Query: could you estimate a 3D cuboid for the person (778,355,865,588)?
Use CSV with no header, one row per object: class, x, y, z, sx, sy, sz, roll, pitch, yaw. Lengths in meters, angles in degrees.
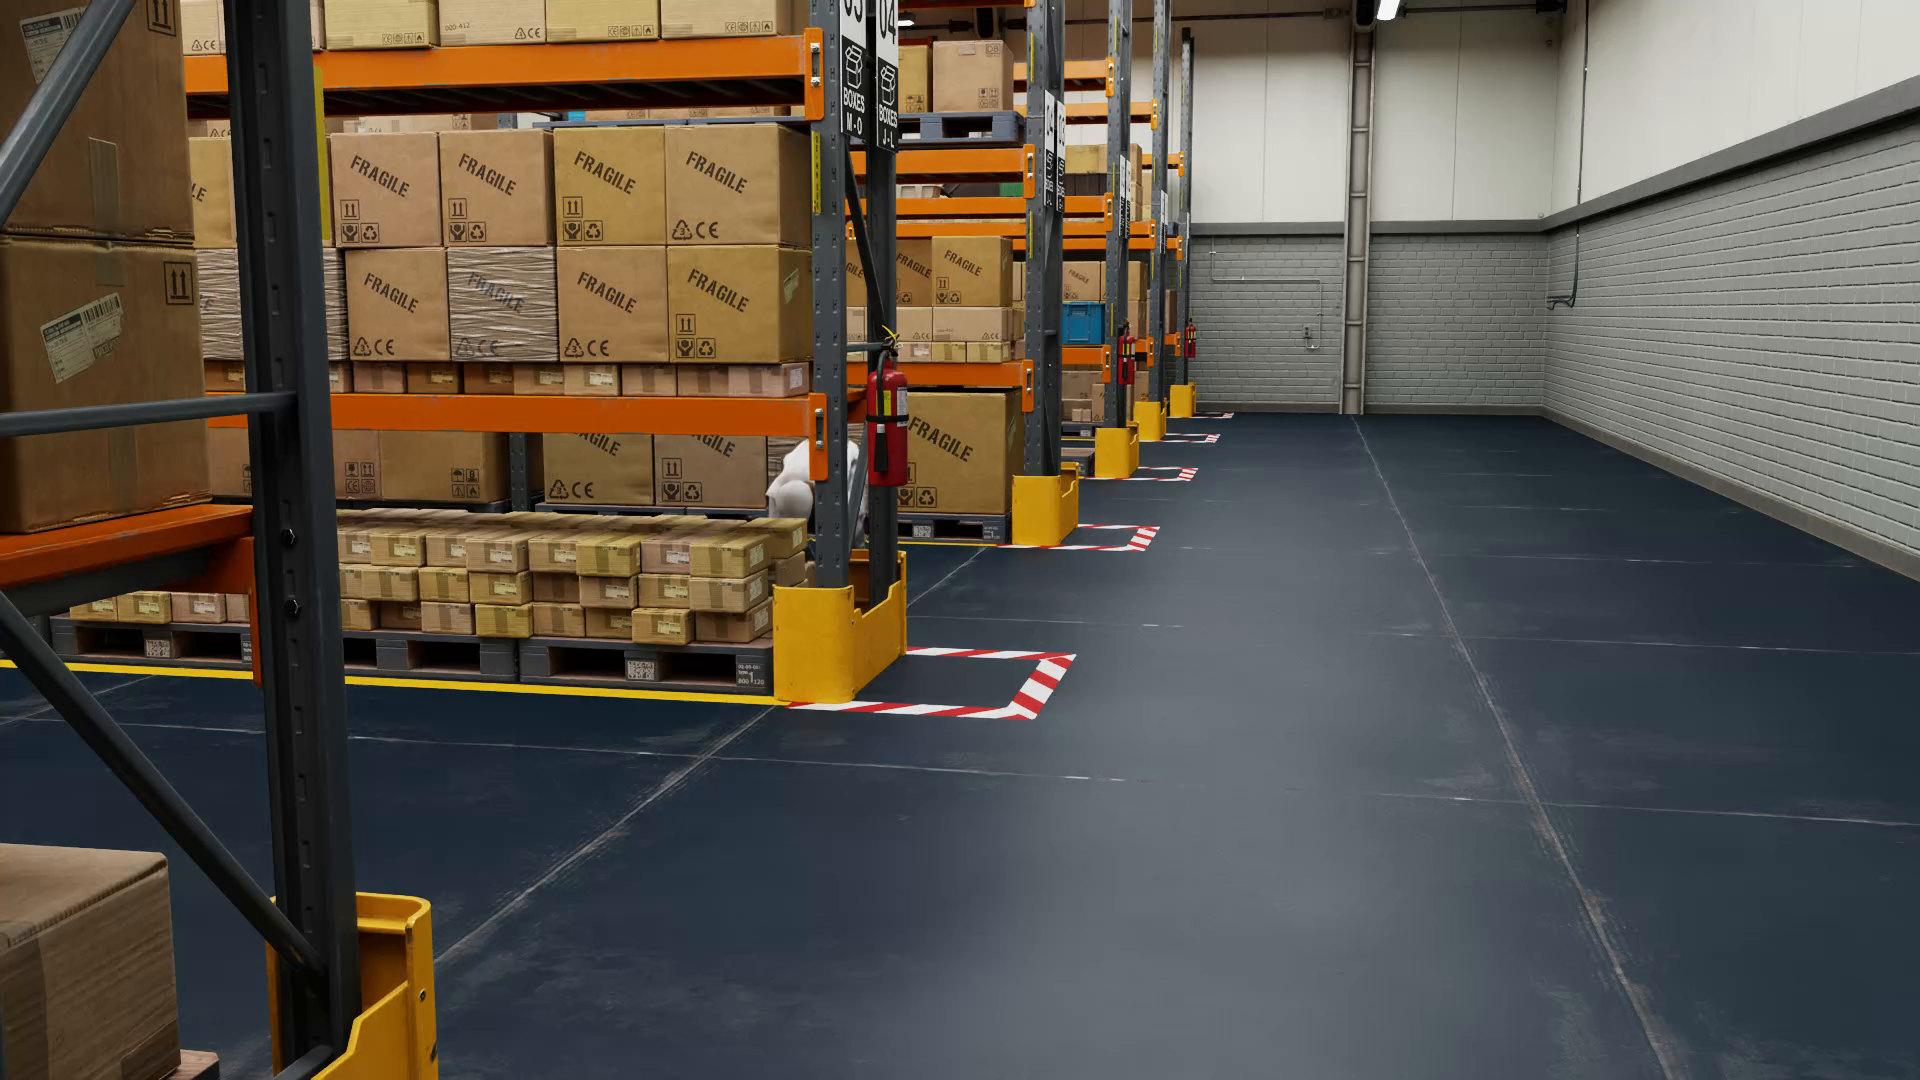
person,-0.791,-0.485,9.581,0.479,1.690,0.670,2,8,15
